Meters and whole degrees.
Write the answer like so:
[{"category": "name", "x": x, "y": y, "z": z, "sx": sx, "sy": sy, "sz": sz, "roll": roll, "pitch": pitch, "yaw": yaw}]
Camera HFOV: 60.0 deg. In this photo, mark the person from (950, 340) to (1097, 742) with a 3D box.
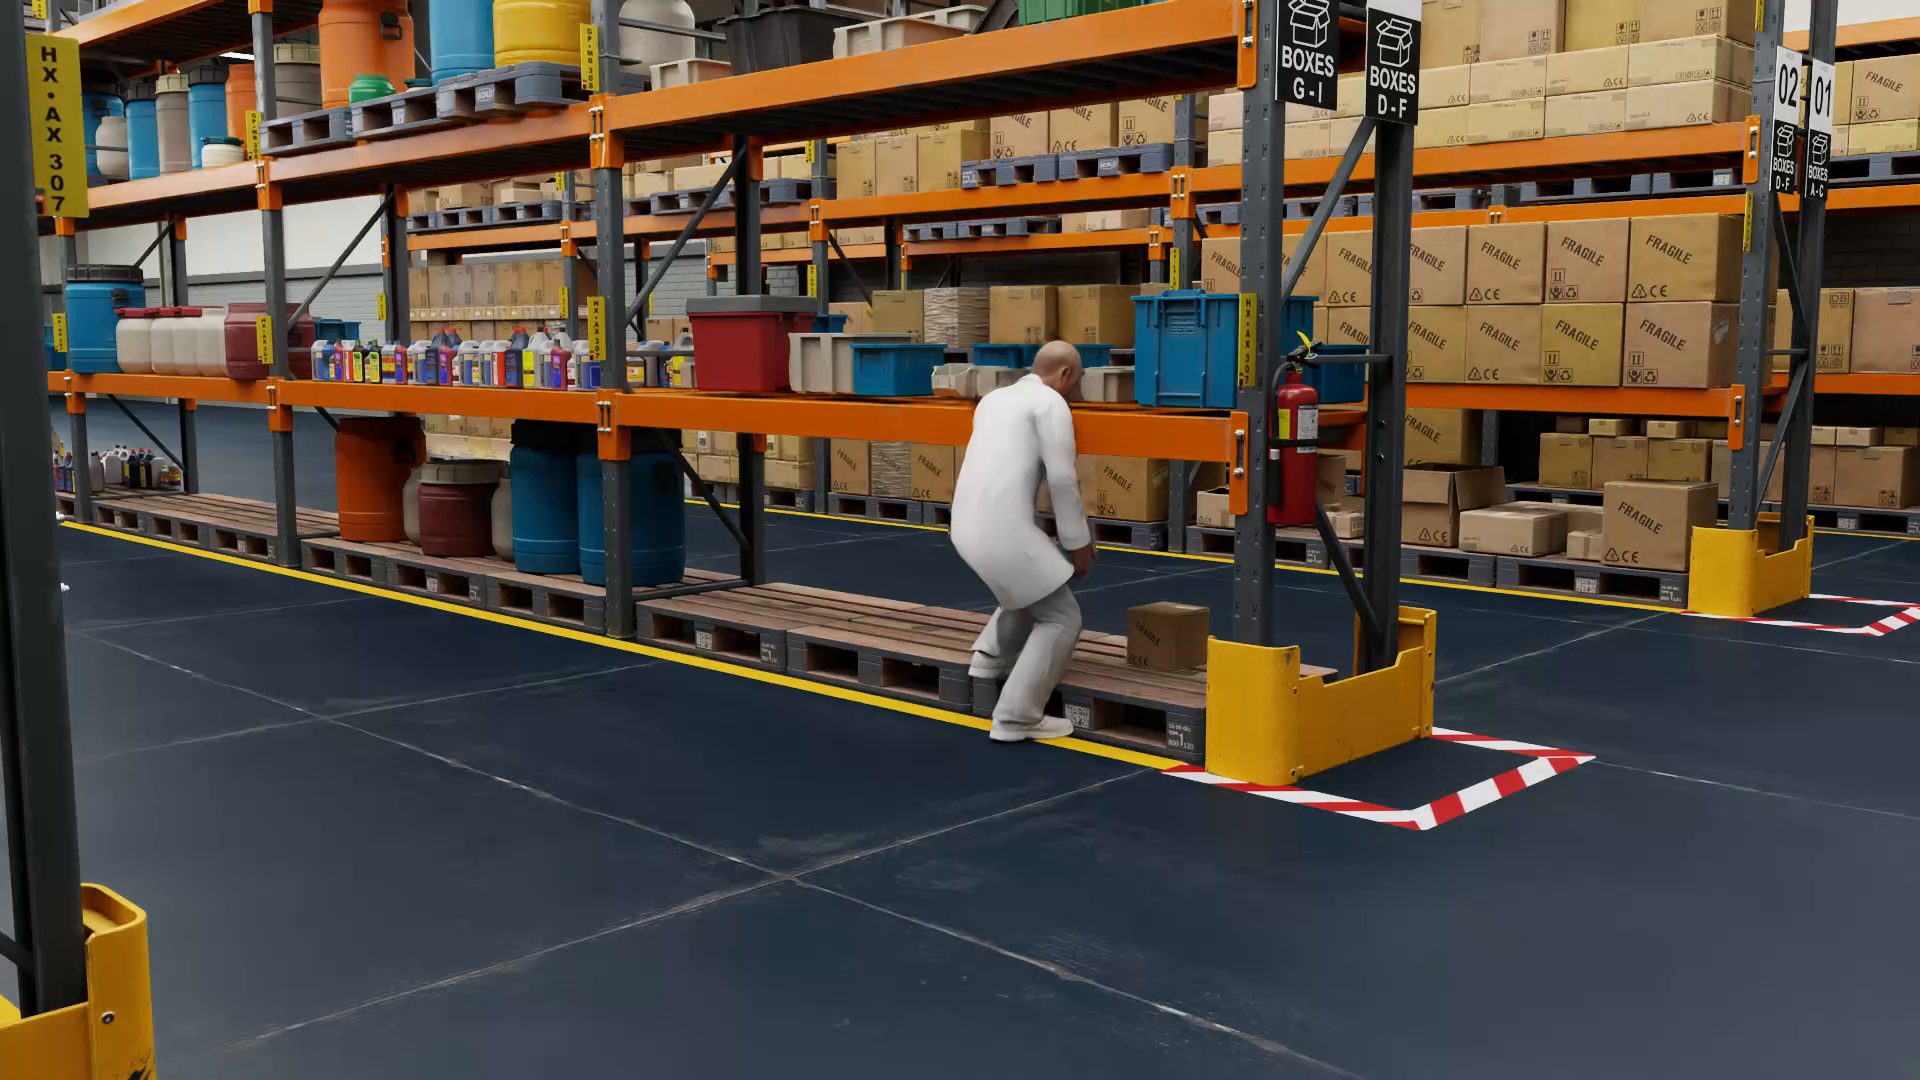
[{"category": "person", "x": 0.235, "y": -0.009, "z": 6.716, "sx": 0.590, "sy": 1.587, "sz": 0.623, "roll": -4, "pitch": 8, "yaw": -28}]
